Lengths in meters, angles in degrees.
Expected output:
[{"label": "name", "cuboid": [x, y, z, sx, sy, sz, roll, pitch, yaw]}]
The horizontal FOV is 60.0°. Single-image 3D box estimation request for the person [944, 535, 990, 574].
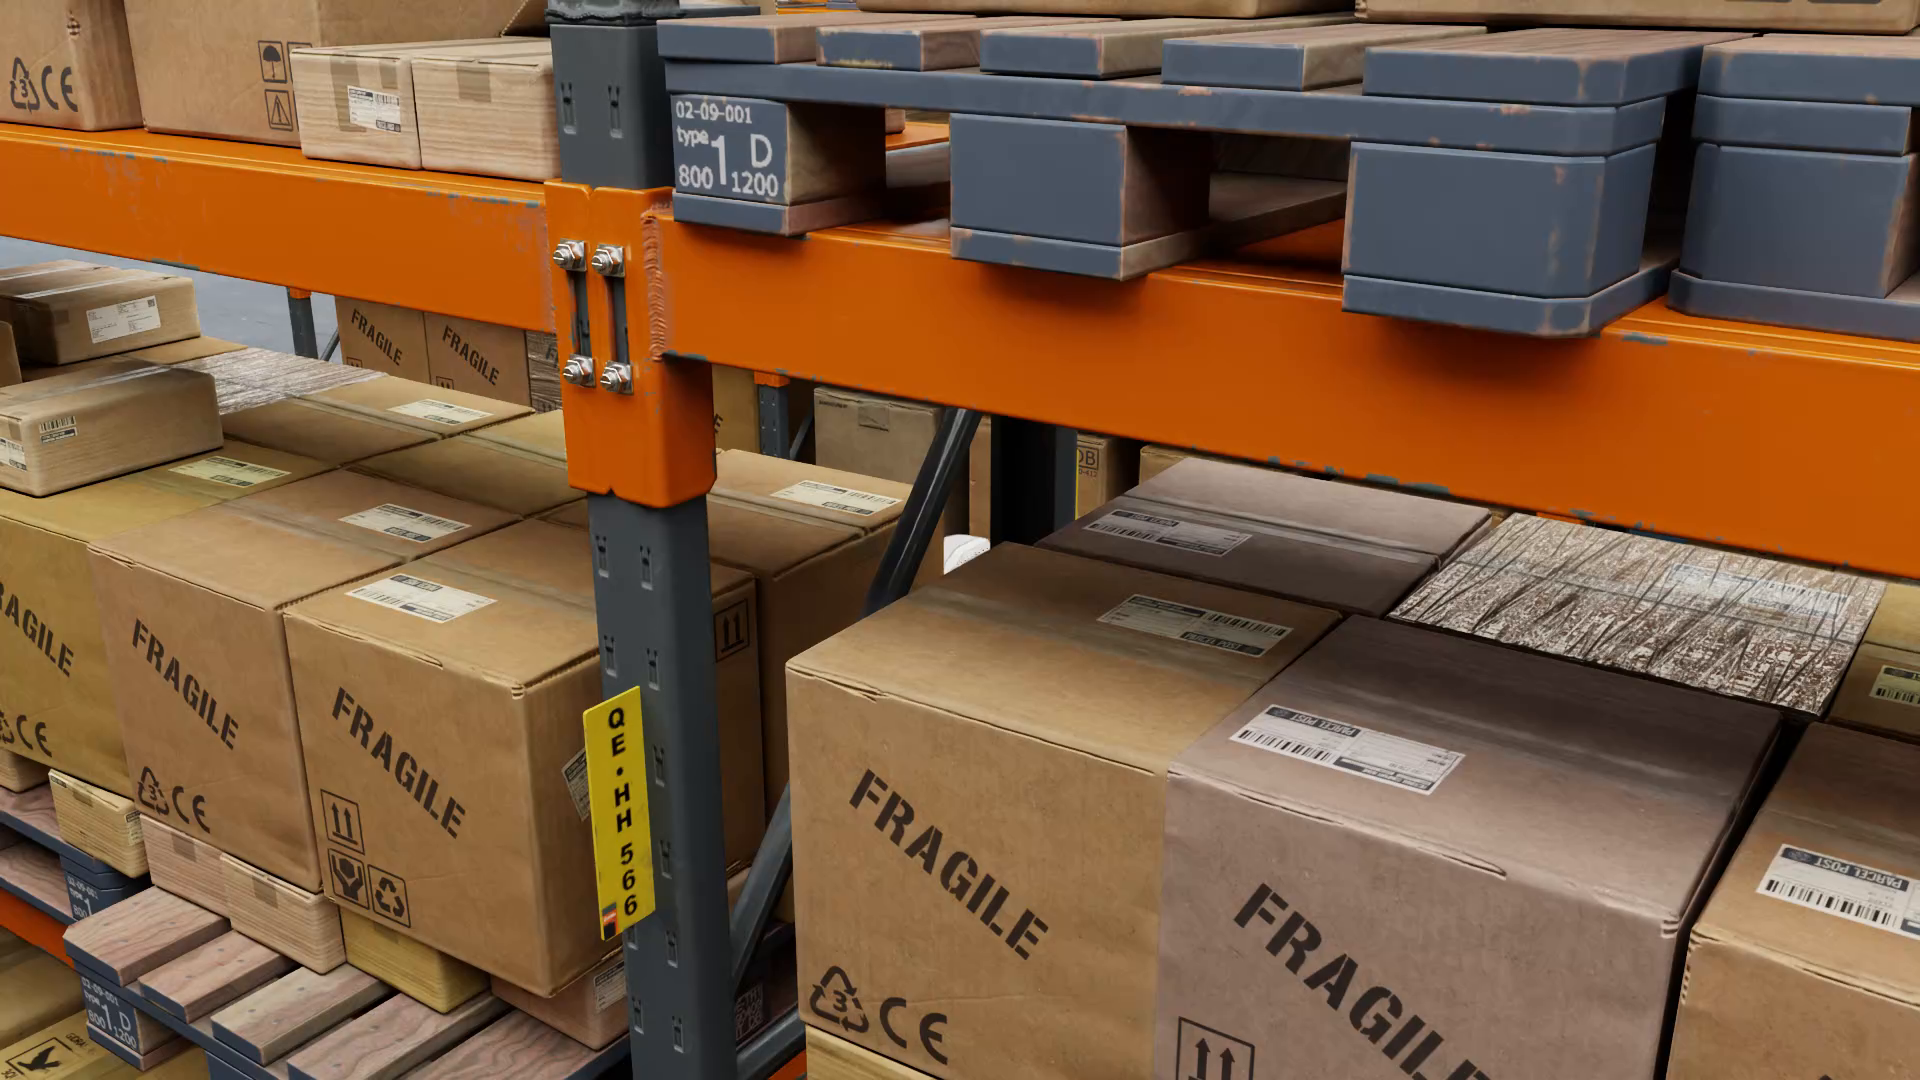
[{"label": "person", "cuboid": [0.072, 0.383, 6.936, 0.527, 0.819, 1.020, -18, 27, -42]}]
